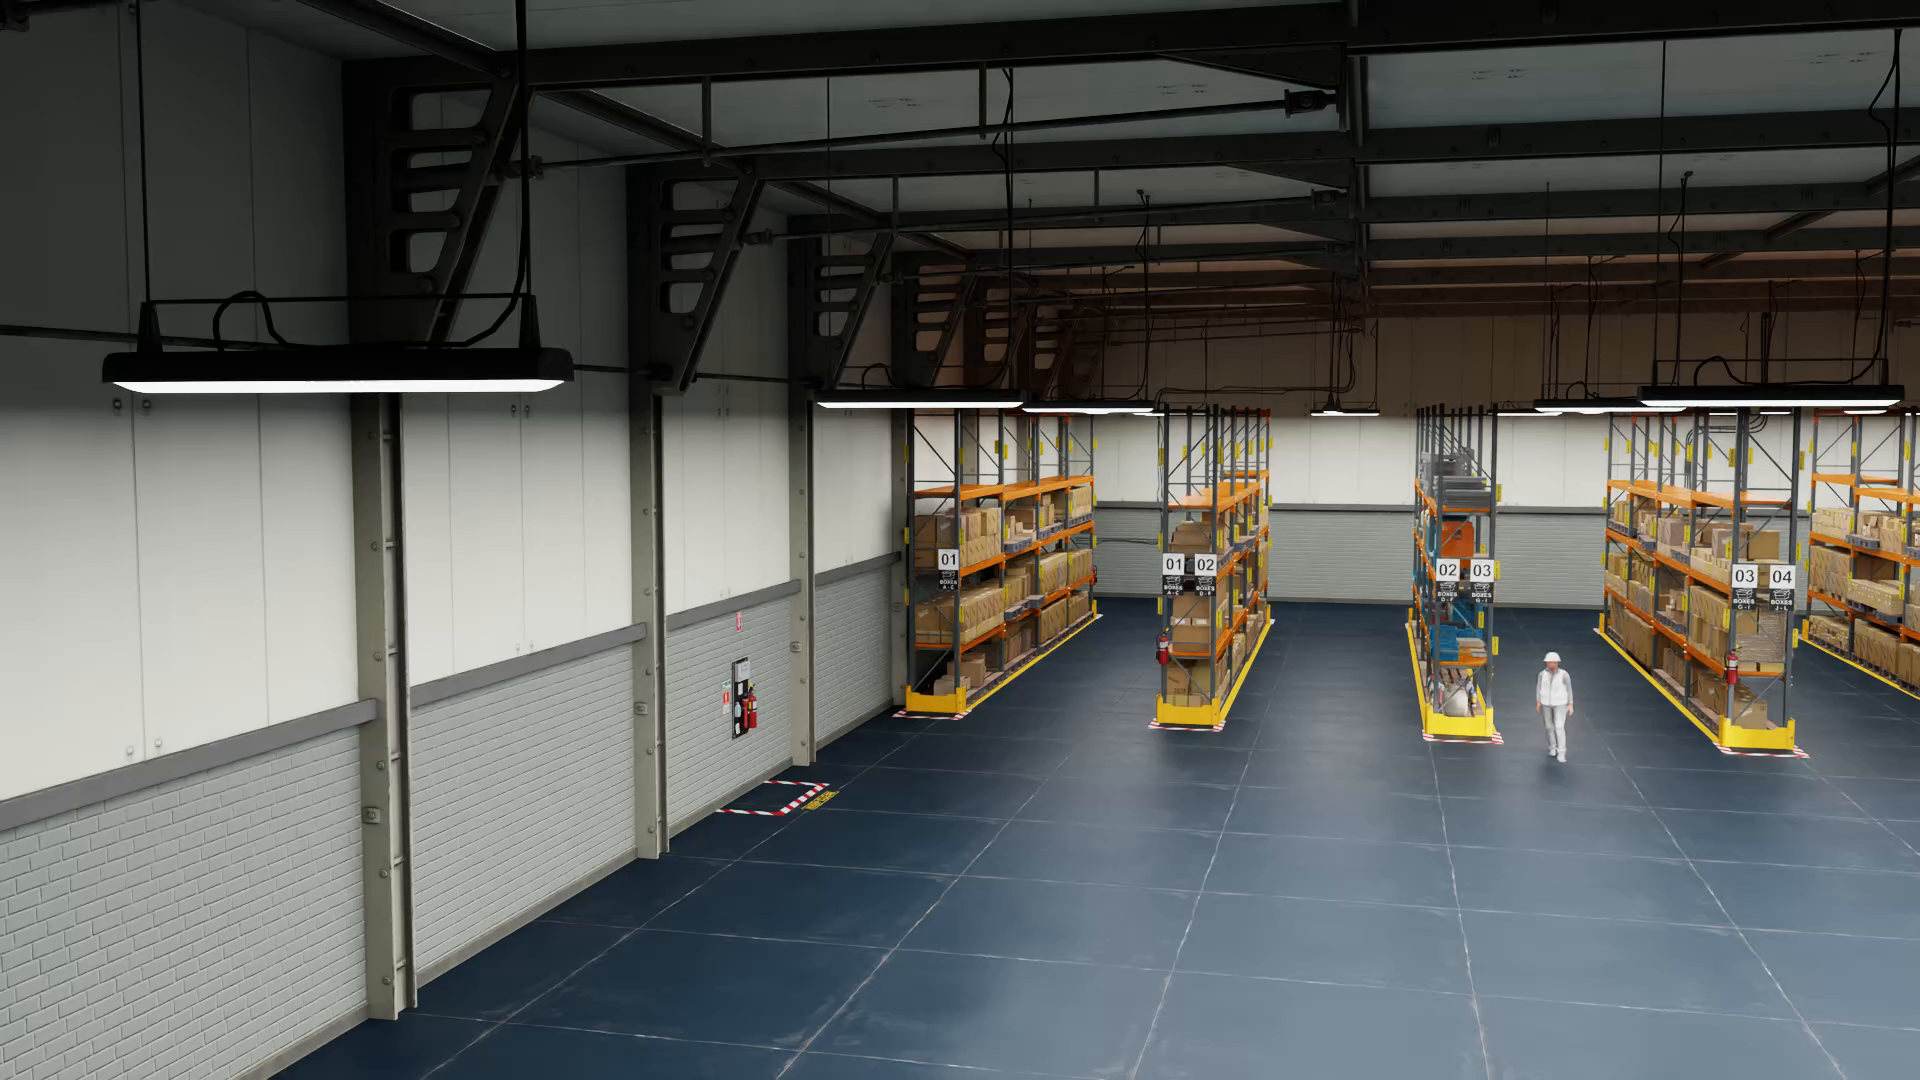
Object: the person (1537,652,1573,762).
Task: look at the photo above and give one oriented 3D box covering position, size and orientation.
[{"bbox_3d":[10.011,2.794,28.085,0.638,1.771,0.662,4,5,41],"label":"person"}]
